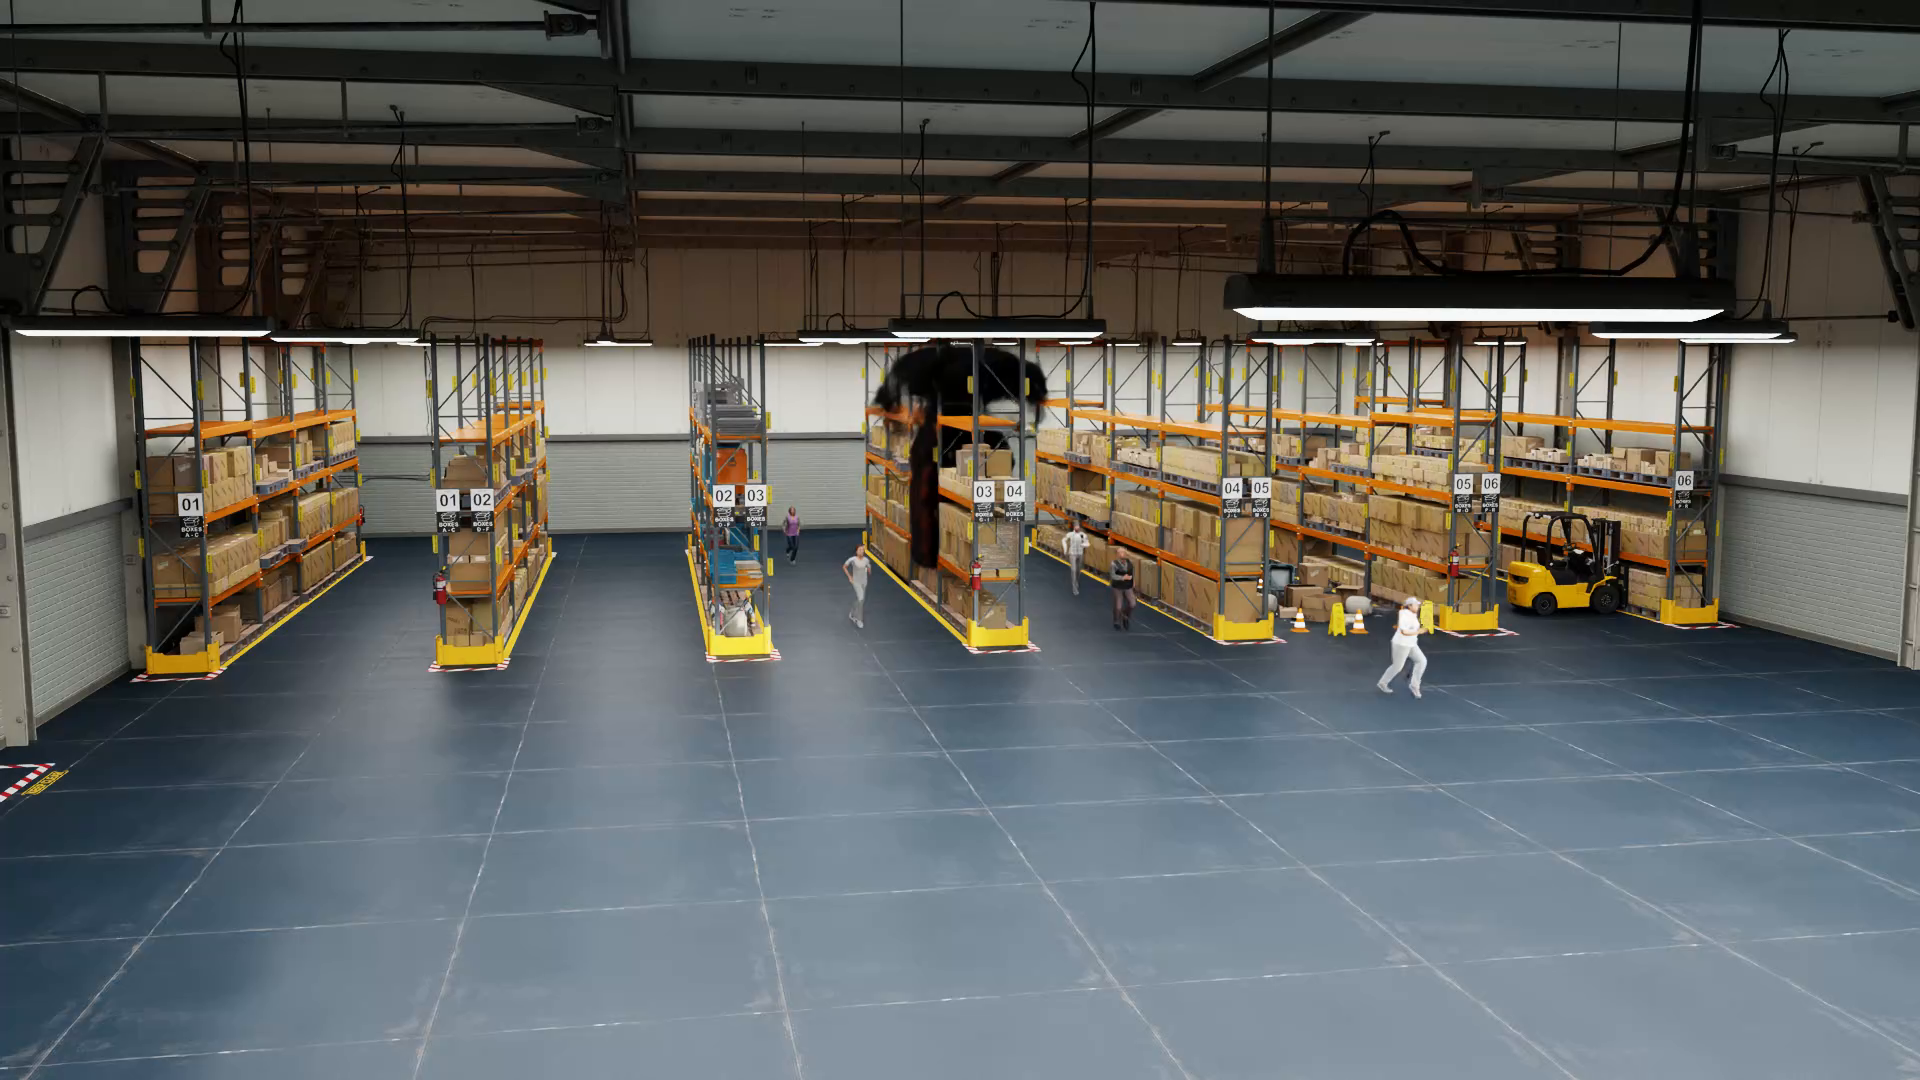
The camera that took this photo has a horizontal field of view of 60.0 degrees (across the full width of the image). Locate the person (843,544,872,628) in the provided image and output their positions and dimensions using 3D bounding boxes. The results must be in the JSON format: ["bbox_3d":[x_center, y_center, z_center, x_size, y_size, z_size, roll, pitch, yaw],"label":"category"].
[{"bbox_3d":[-2.099,0.950,34.553,0.545,1.717,0.758,-5,8,-36],"label":"person"}]

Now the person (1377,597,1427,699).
[{"bbox_3d":[7.311,1.776,27.456,0.826,1.693,0.626,4,8,33],"label":"person"}]

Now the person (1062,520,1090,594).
[{"bbox_3d":[2.742,0.373,39.167,0.600,1.707,0.880,-1,7,-9],"label":"person"}]

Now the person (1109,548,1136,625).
[{"bbox_3d":[3.339,0.961,33.801,0.639,1.614,0.708,-2,7,-18],"label":"person"}]

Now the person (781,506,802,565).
[{"bbox_3d":[-4.474,-0.119,44.350,0.545,1.555,0.543,-3,7,-22],"label":"person"}]
